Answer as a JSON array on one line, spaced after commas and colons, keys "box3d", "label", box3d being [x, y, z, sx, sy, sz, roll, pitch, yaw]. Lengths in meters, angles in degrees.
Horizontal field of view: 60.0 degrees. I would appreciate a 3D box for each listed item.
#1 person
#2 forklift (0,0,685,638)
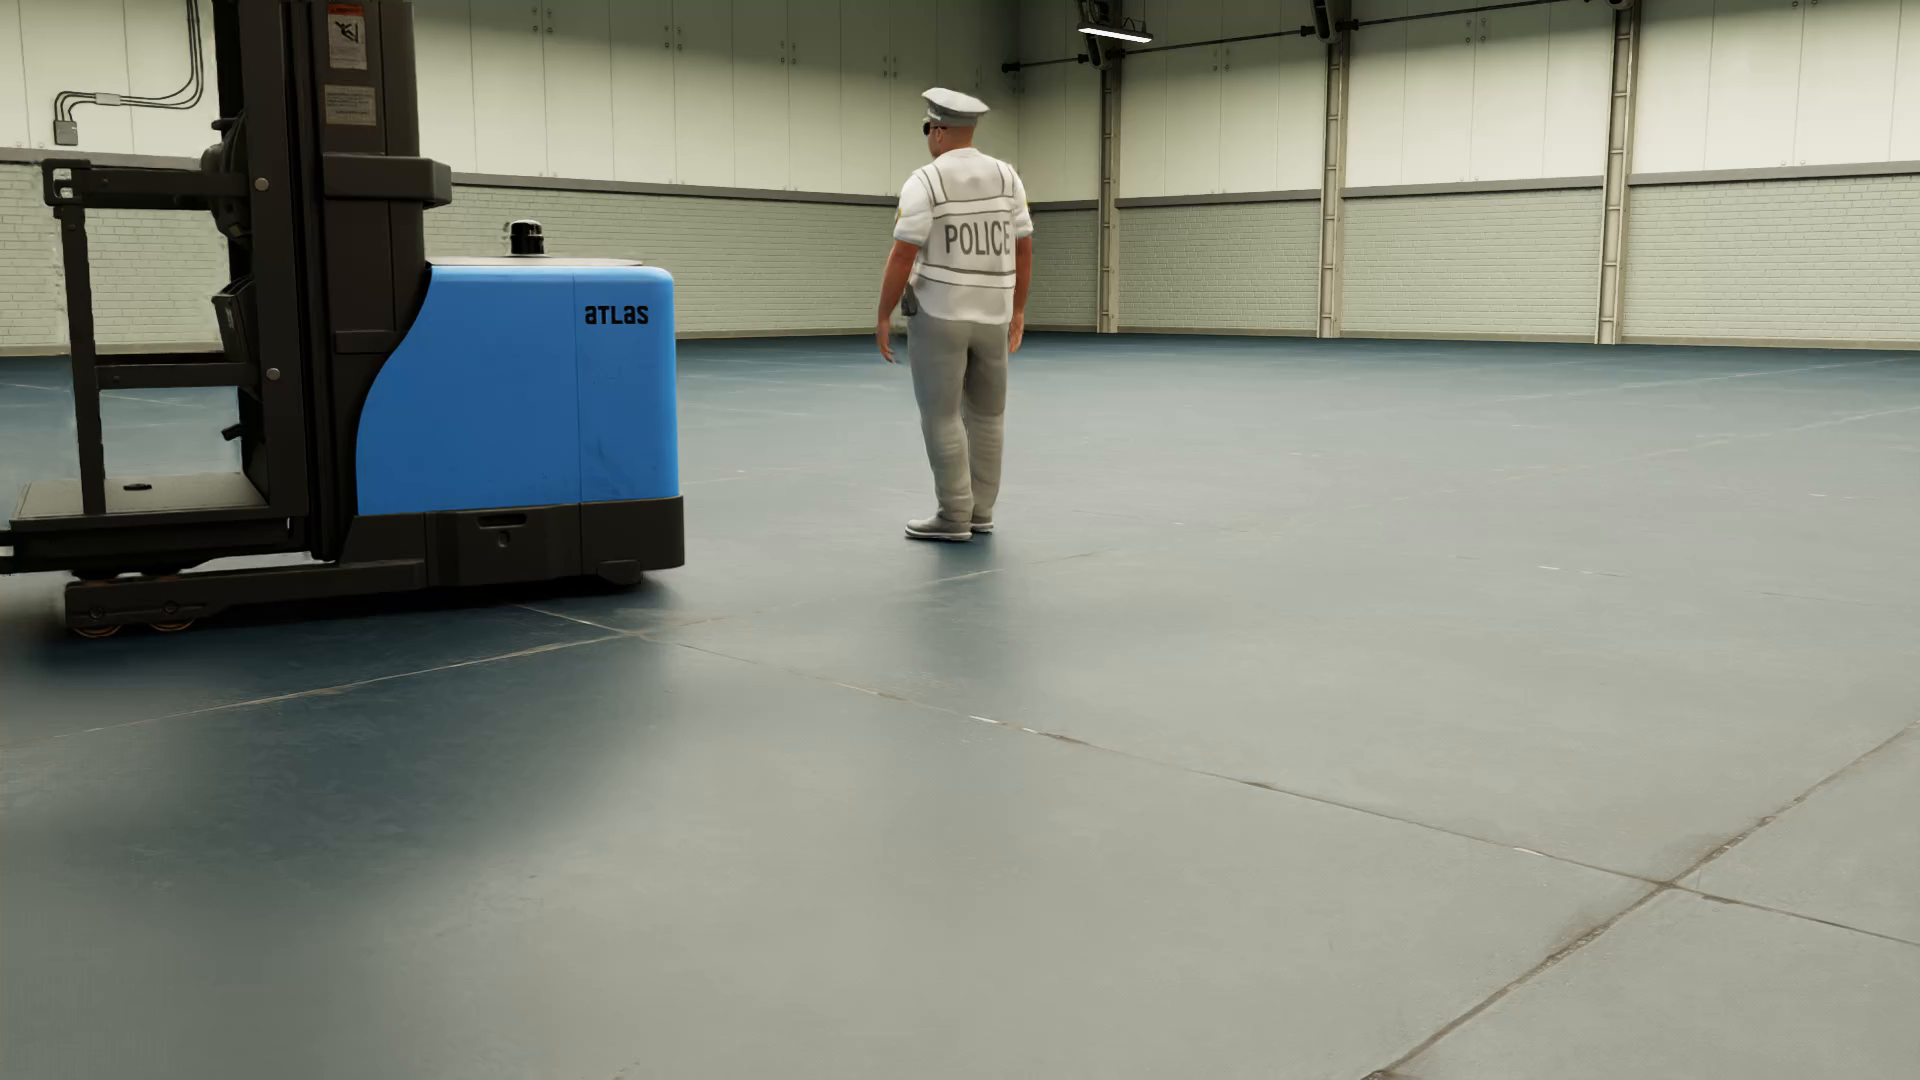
[{"box3d": [-0.066, -0.897, 6.692, 0.648, 1.775, 0.607, -5, 10, -28], "label": "person"}, {"box3d": [-2.490, -1.253, 5.197, 3.031, 2.935, 1.130, -4, 10, -27], "label": "forklift"}]
